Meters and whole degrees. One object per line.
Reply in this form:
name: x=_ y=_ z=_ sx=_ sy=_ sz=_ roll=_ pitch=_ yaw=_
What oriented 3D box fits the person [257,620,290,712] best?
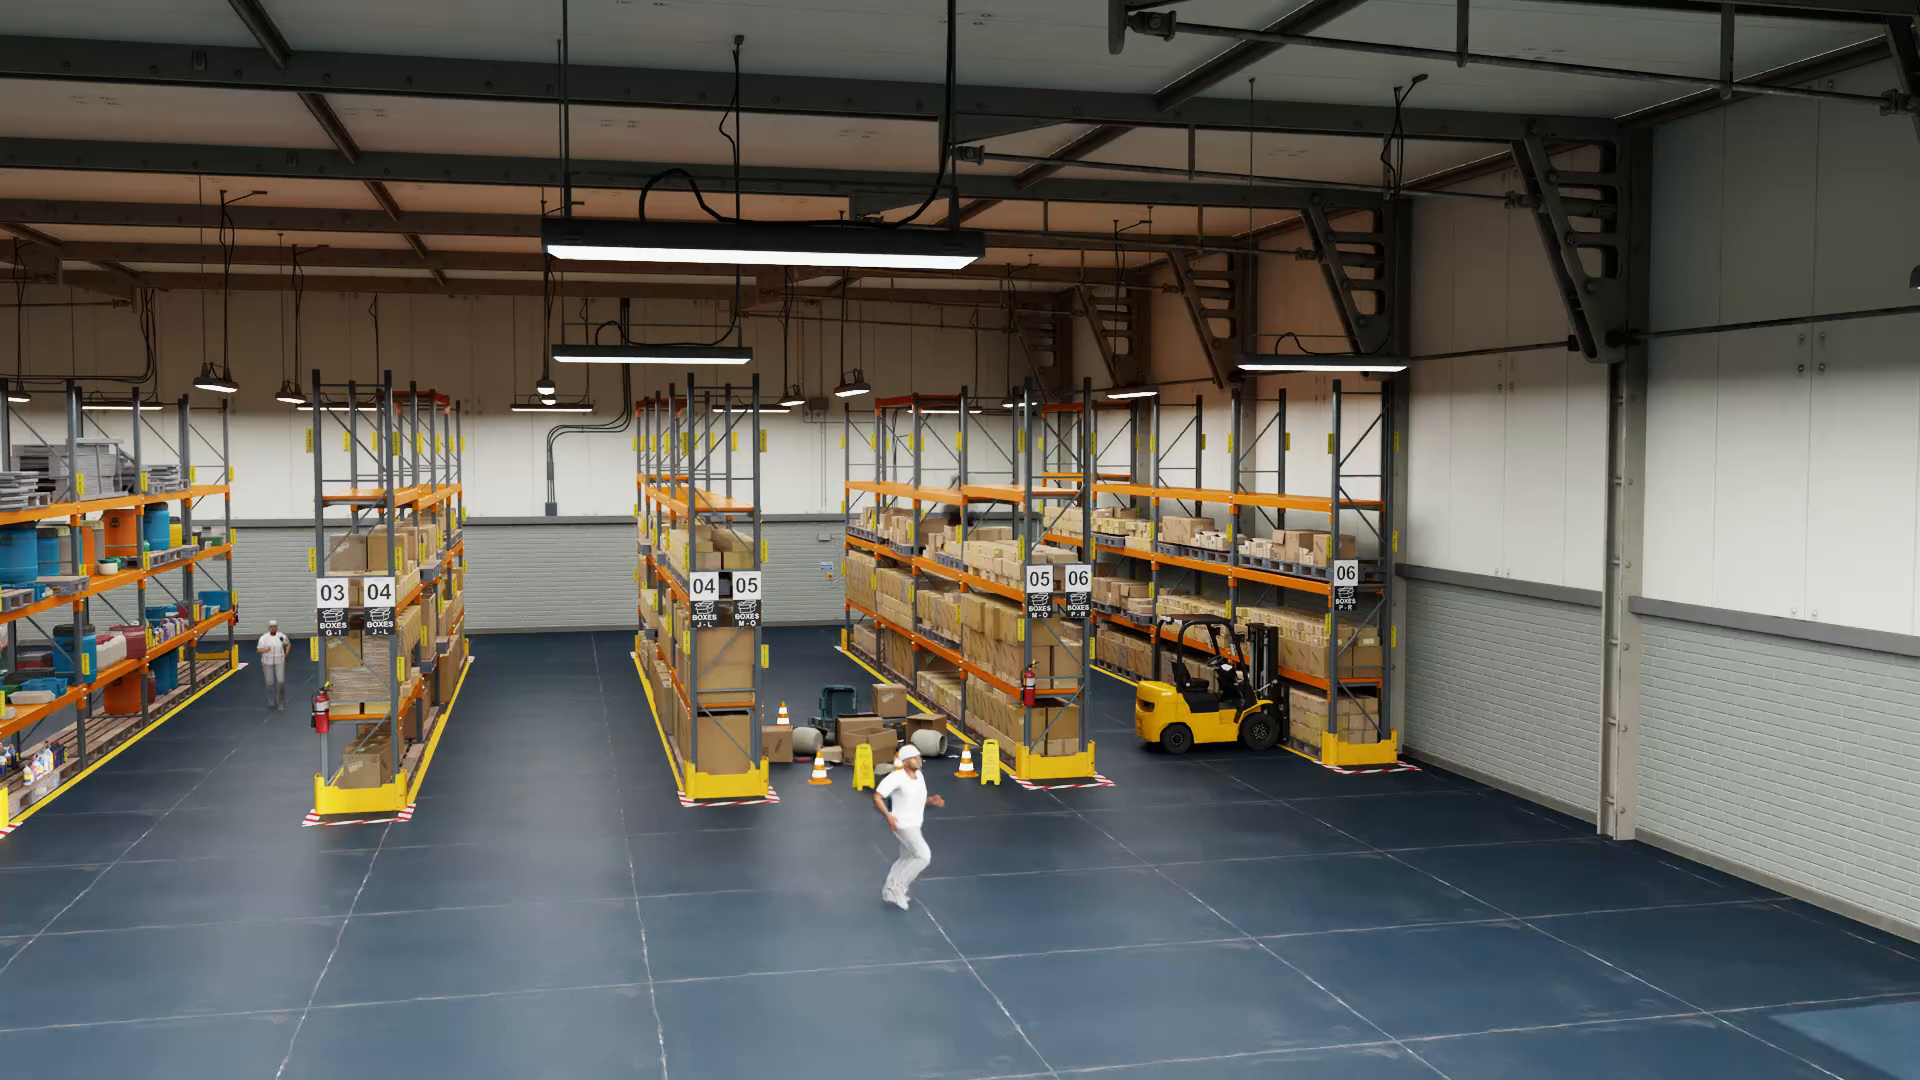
person: x=-12.912 y=2.370 z=31.300 sx=0.585 sy=1.724 sz=0.708 roll=-1 pitch=4 yaw=-23

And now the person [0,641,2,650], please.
person: x=-18.242 y=2.327 z=30.951 sx=0.638 sy=1.780 sz=0.647 roll=-1 pitch=3 yaw=-19

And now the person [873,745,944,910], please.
person: x=-0.526 y=3.094 z=17.978 sx=0.679 sy=1.767 sz=0.668 roll=1 pitch=4 yaw=23
